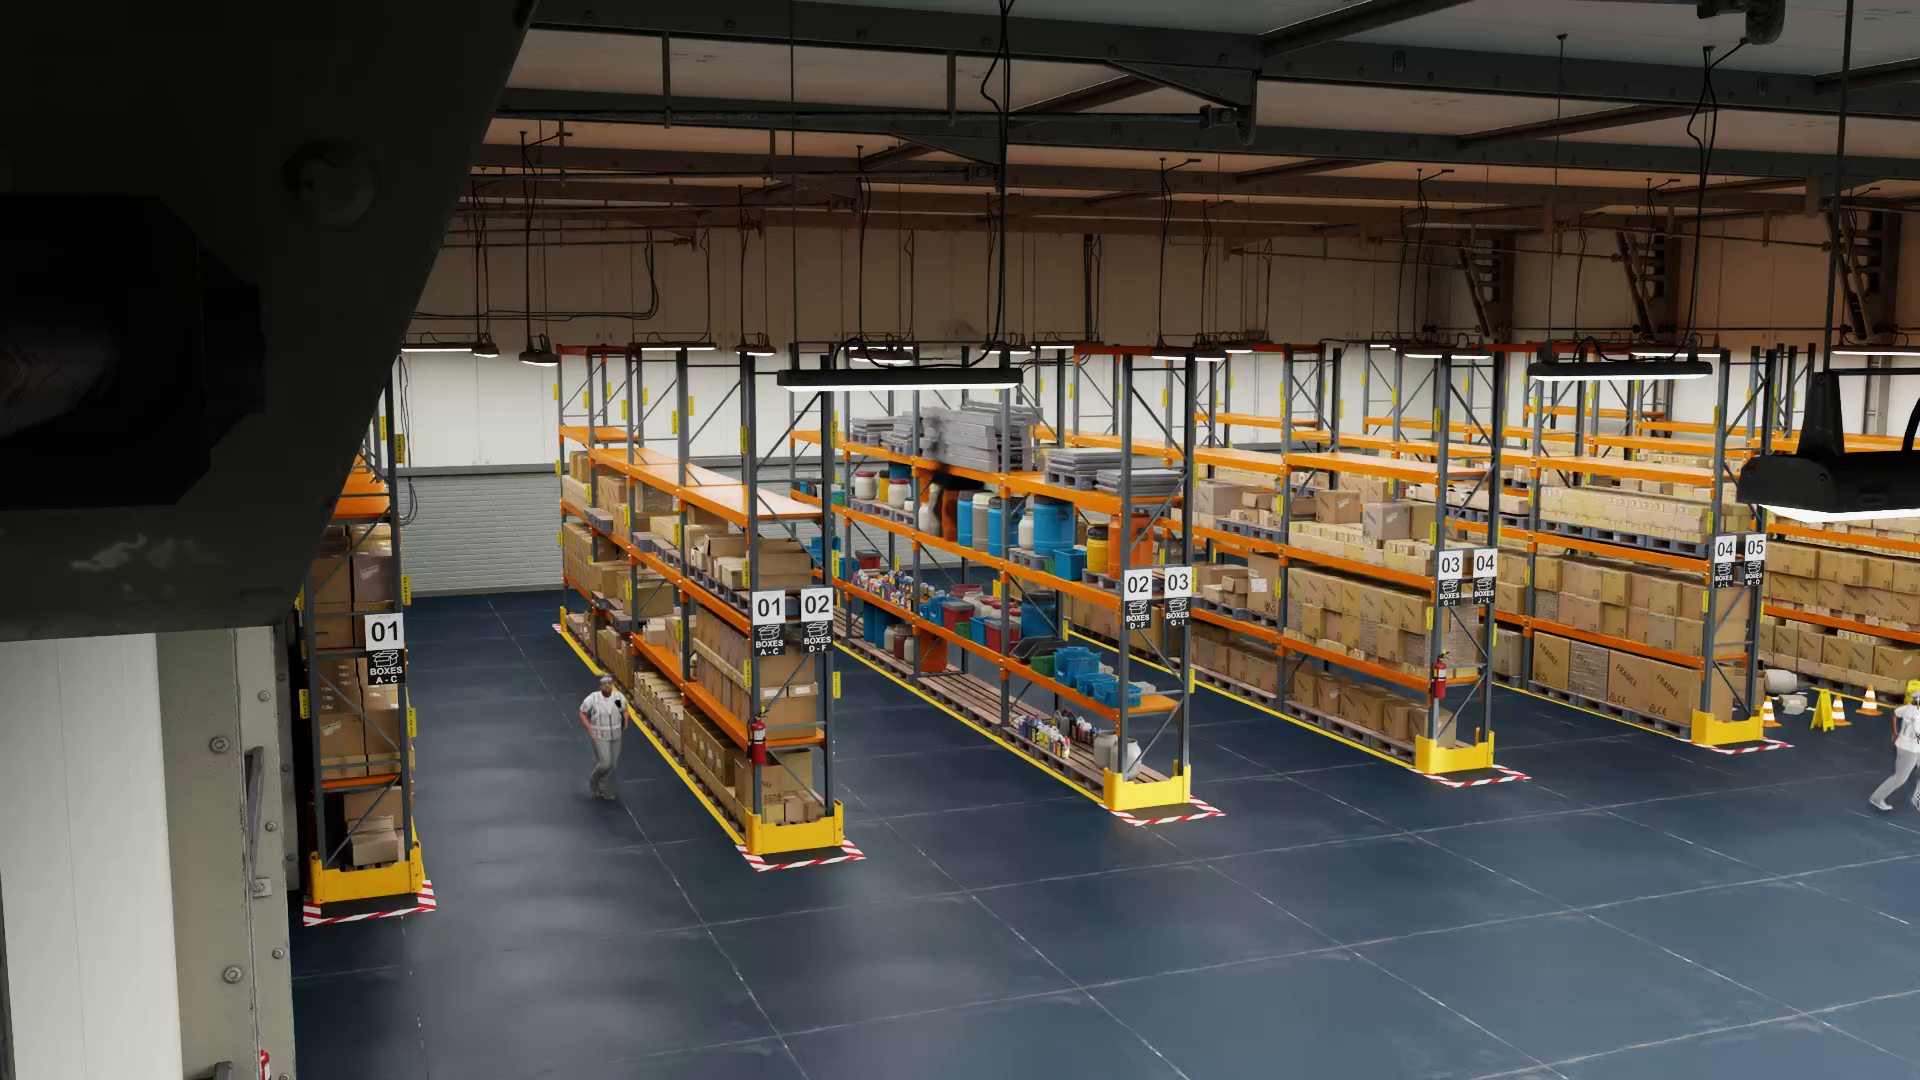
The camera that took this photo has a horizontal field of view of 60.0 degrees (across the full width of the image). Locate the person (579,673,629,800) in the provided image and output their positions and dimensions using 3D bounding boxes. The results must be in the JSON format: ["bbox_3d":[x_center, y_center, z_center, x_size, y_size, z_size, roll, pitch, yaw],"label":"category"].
[{"bbox_3d":[-4.708,2.634,22.318,0.643,1.751,0.602,-5,9,-34],"label":"person"}]

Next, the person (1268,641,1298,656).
[{"bbox_3d":[6.324,1.335,32.630,0.731,1.812,0.937,-4,8,-29],"label":"person"}]

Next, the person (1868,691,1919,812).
[{"bbox_3d":[12.355,2.759,21.676,0.824,1.713,0.600,3,8,22],"label":"person"}]
